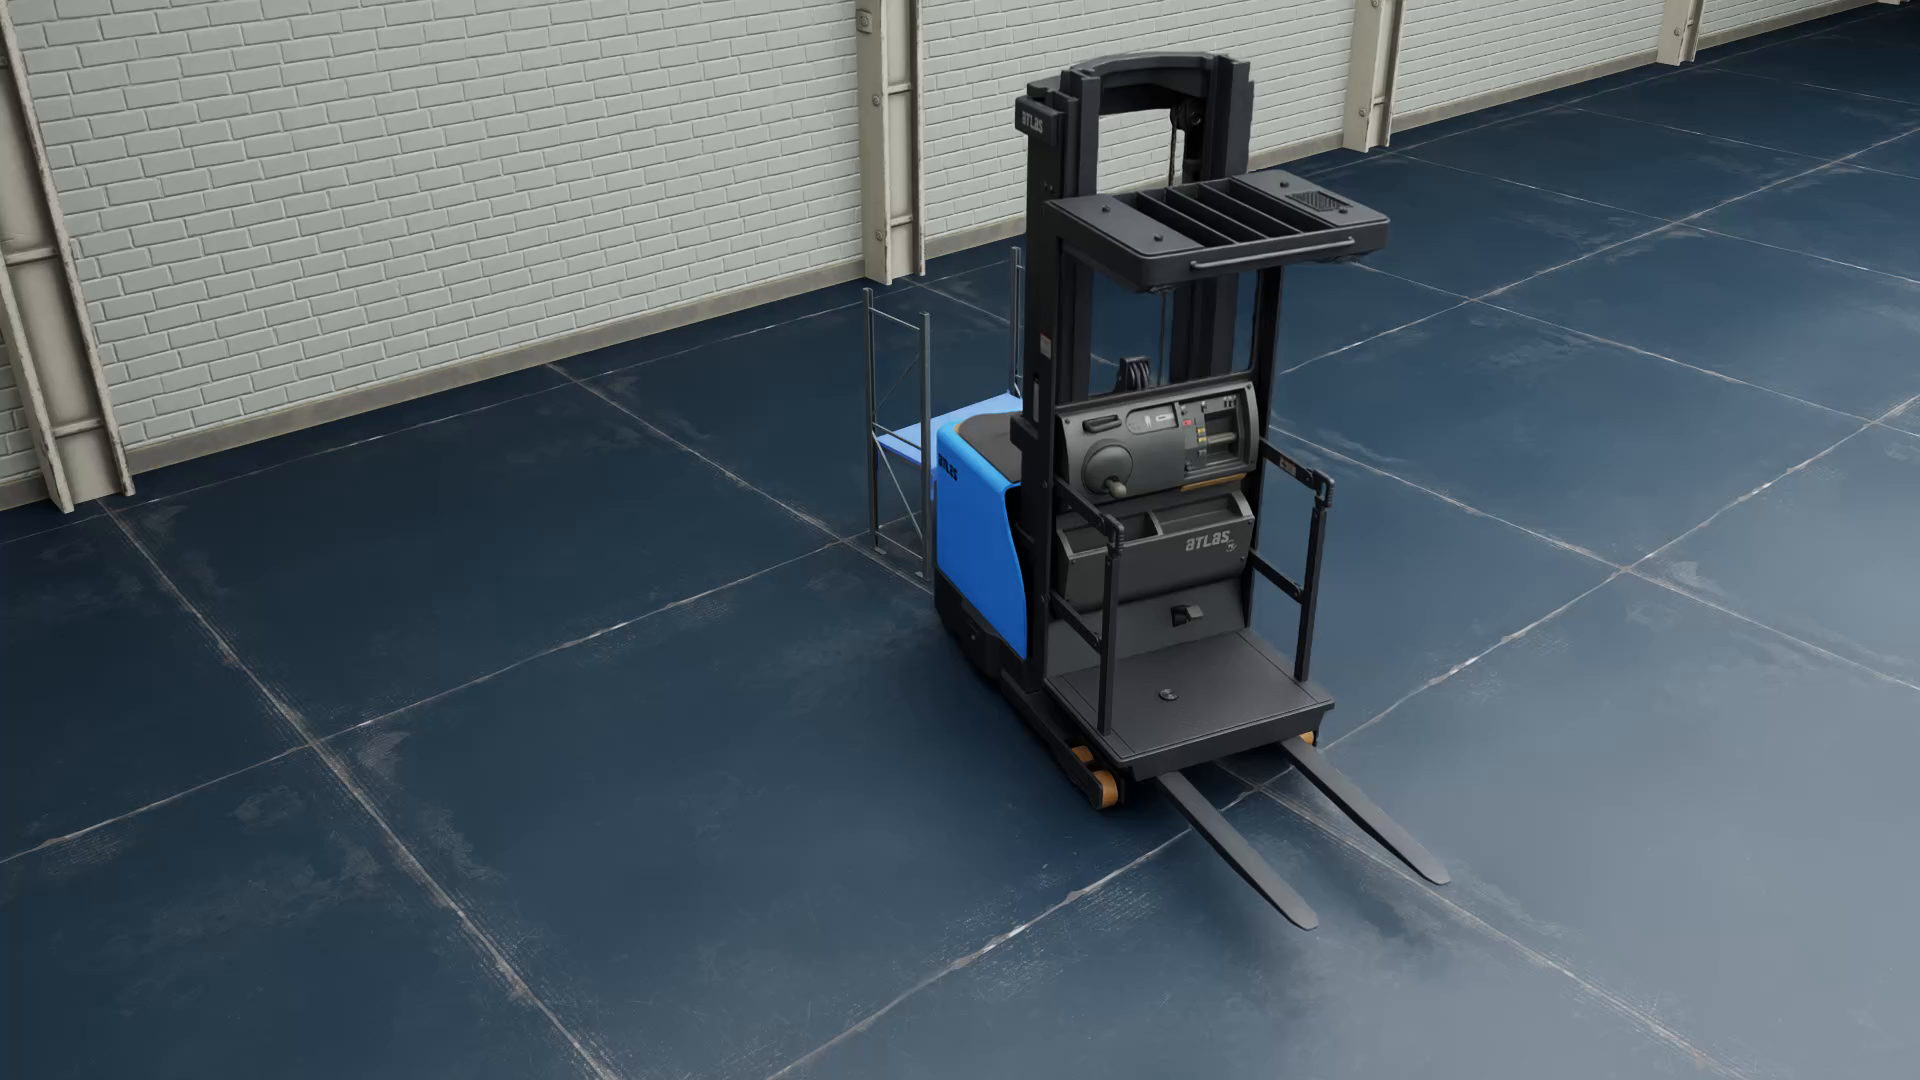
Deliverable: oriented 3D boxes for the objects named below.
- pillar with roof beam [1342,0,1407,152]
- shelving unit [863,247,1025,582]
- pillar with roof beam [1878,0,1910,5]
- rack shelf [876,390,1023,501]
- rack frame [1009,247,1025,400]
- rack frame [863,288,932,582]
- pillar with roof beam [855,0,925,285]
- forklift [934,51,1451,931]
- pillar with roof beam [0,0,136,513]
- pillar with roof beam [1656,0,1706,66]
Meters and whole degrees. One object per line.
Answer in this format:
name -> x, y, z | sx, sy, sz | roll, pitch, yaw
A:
pillar with roof beam -> 6.837, -6.363, 11.609 | 0.400, 9.000, 9.100 | -22, 35, -35
shelving unit -> 0.065, -0.688, 8.945 | 1.048, 1.500, 0.538 | -22, 35, -35
pillar with roof beam -> 15.966, -10.034, 18.478 | 0.400, 9.000, 9.100 | -22, 35, -35
rack shelf -> 0.065, -0.529, 9.030 | 1.000, 0.185, 0.538 | -22, 35, -35
rack frame -> 0.452, -0.843, 9.236 | 0.032, 1.500, 0.500 | -22, 35, -35
rack frame -> -0.322, -0.532, 8.654 | 0.032, 1.500, 0.500 | -22, 35, -35
pillar with roof beam -> 2.273, -4.527, 8.174 | 0.400, 9.000, 9.100 | -22, 35, -35
forklift -> 0.942, -0.379, 6.849 | 1.130, 2.935, 3.031 | -12, 30, -22
pillar with roof beam -> -2.292, -2.692, 4.739 | 0.400, 9.000, 9.100 | -22, 35, -35
pillar with roof beam -> 11.402, -8.198, 15.043 | 0.400, 9.000, 9.100 | -22, 35, -35
